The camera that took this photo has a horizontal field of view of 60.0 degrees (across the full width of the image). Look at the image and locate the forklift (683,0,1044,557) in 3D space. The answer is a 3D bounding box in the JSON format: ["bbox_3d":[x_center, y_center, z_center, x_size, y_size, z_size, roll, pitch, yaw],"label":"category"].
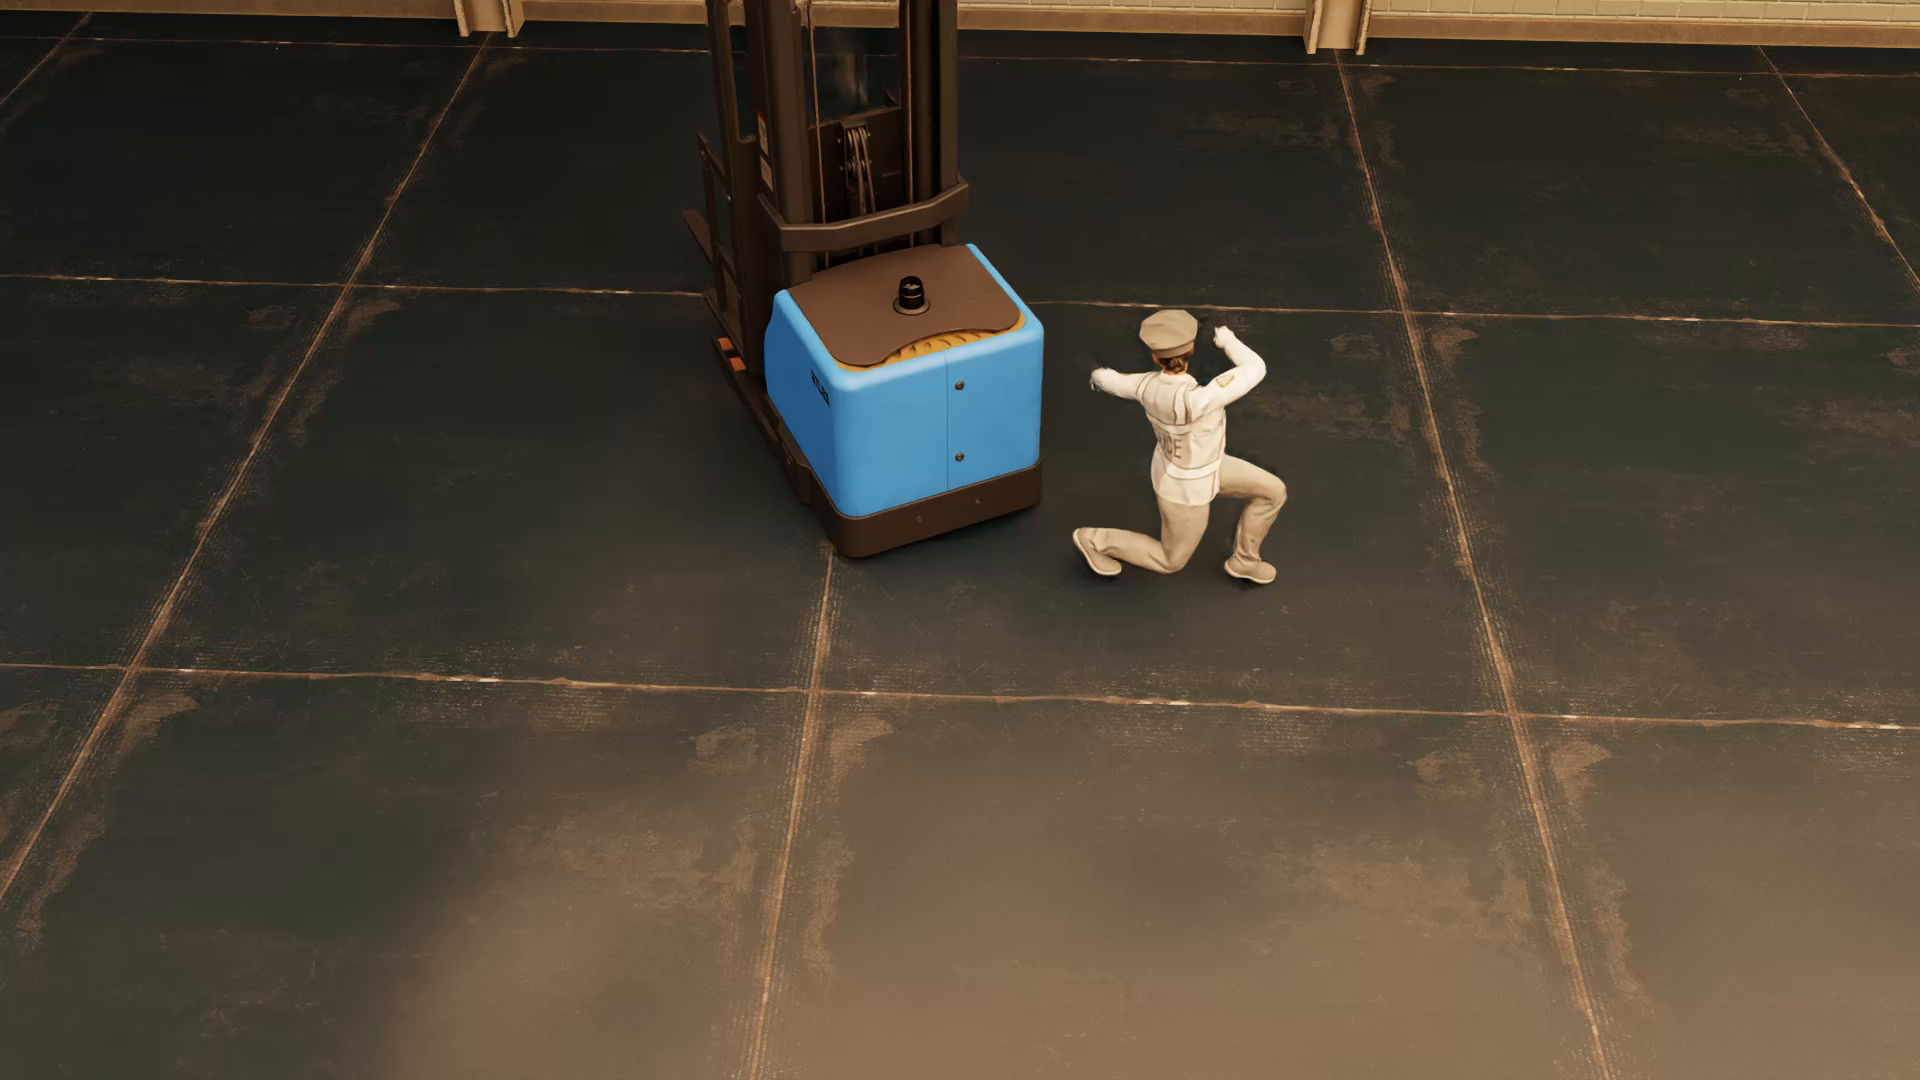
[{"bbox_3d":[-0.679,-2.000,7.933,1.130,2.935,3.031,-17,45,-18],"label":"forklift"}]

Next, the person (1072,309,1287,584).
[{"bbox_3d":[0.989,-0.465,7.403,0.945,1.380,0.823,-1,42,-1],"label":"person"}]
